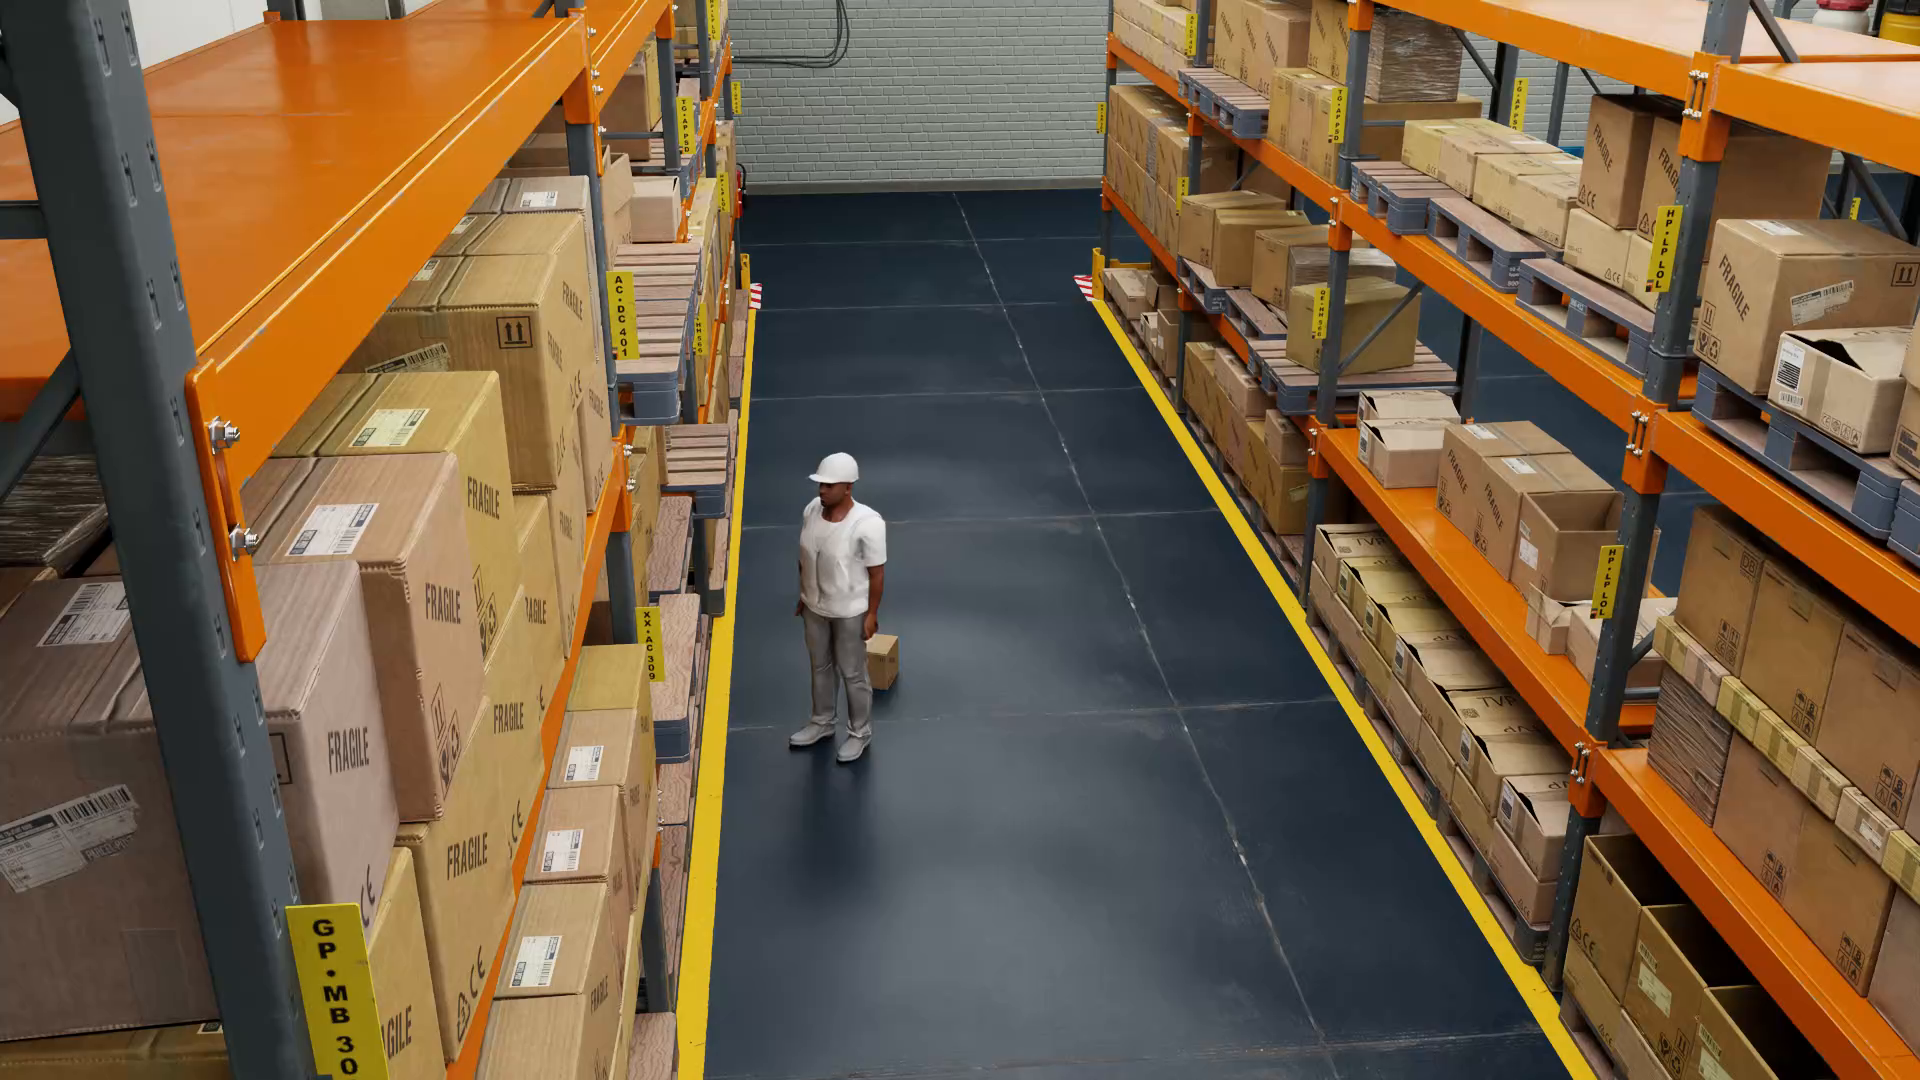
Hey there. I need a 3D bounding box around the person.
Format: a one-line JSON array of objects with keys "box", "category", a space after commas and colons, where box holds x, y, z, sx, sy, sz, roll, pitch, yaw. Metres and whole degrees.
[{"box": [-0.692, 0.367, 9.227, 0.554, 1.770, 0.394, 15, 28, 31], "category": "person"}]
